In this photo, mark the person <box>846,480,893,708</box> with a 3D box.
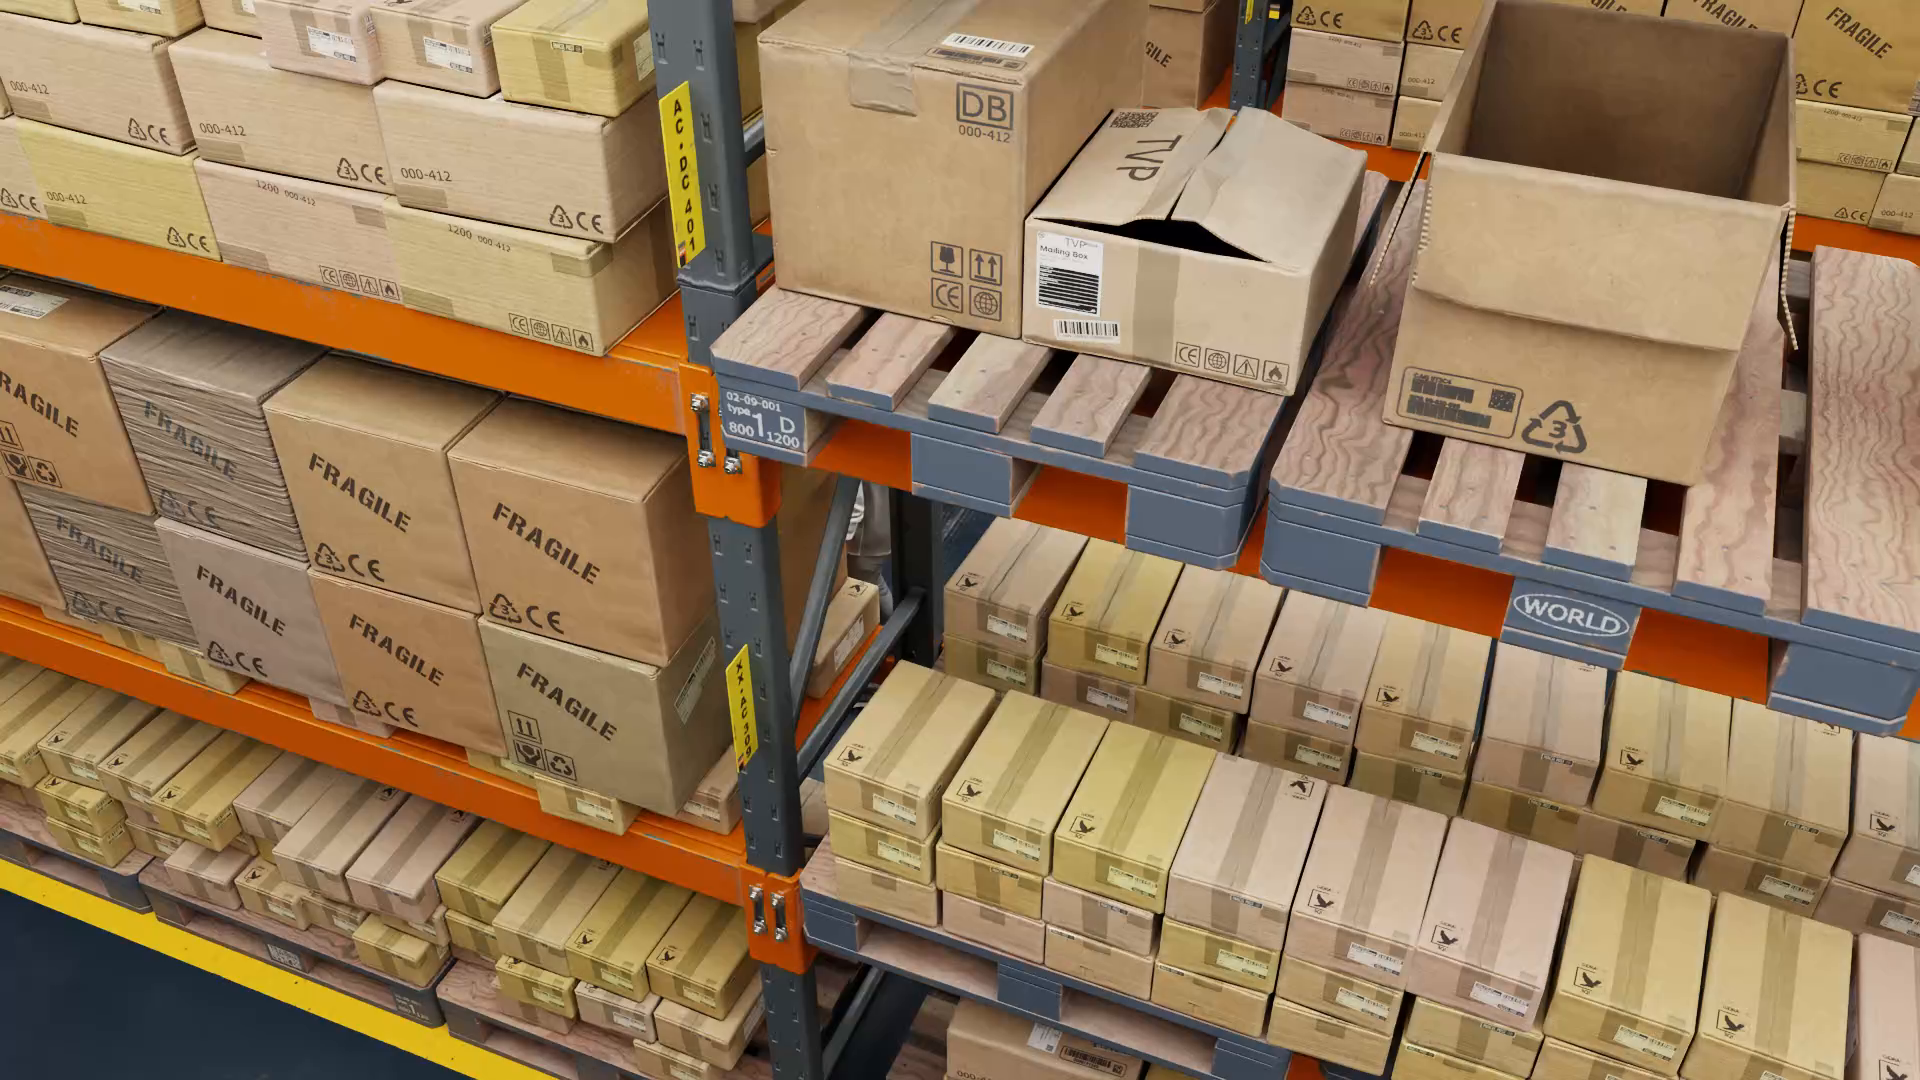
[{"bbox_3d":[-0.372,-0.041,6.212,0.343,1.593,0.462,9,39,11],"label":"person"}]
